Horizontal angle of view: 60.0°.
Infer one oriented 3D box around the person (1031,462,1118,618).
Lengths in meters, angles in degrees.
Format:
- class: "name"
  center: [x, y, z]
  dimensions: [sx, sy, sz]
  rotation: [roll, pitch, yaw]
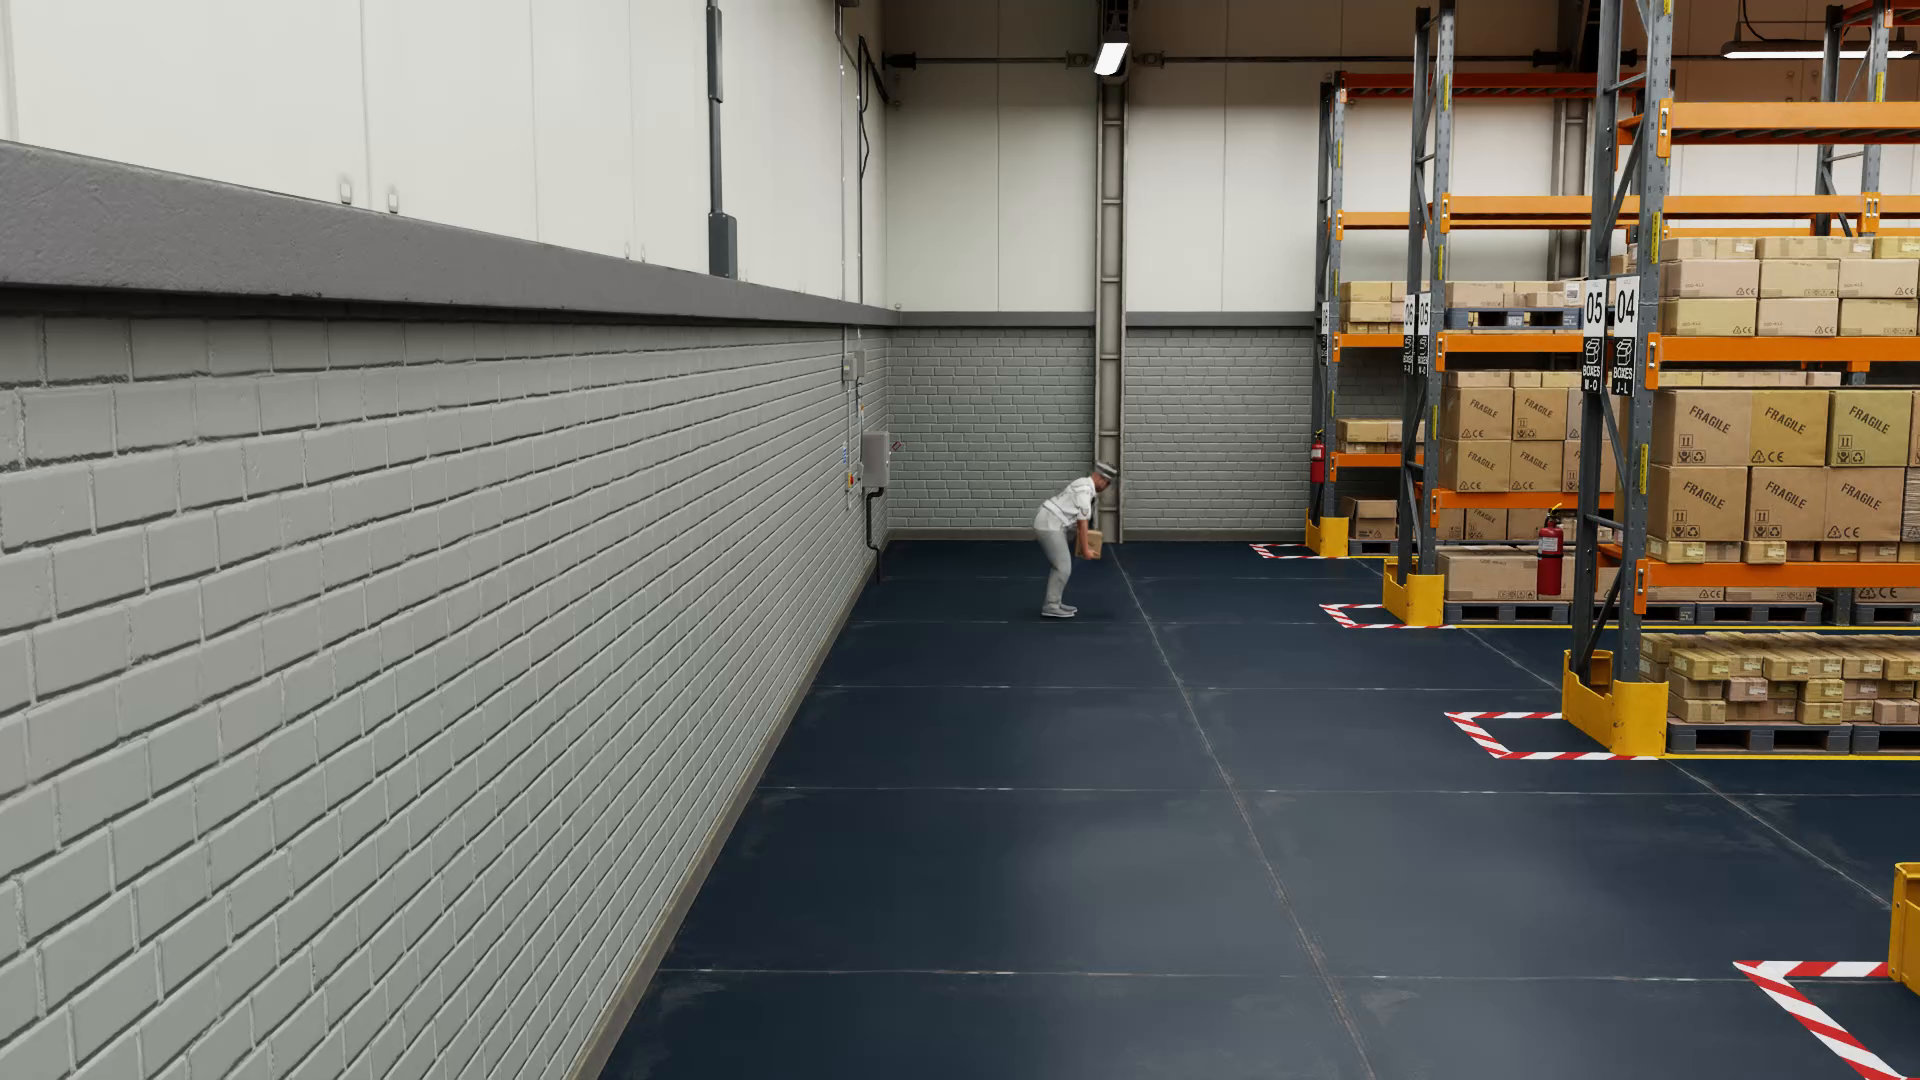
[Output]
- class: "person"
  center: [1.147, -0.002, 16.673]
  dimensions: [0.861, 1.532, 0.478]
  rotation: [0, 7, 0]
